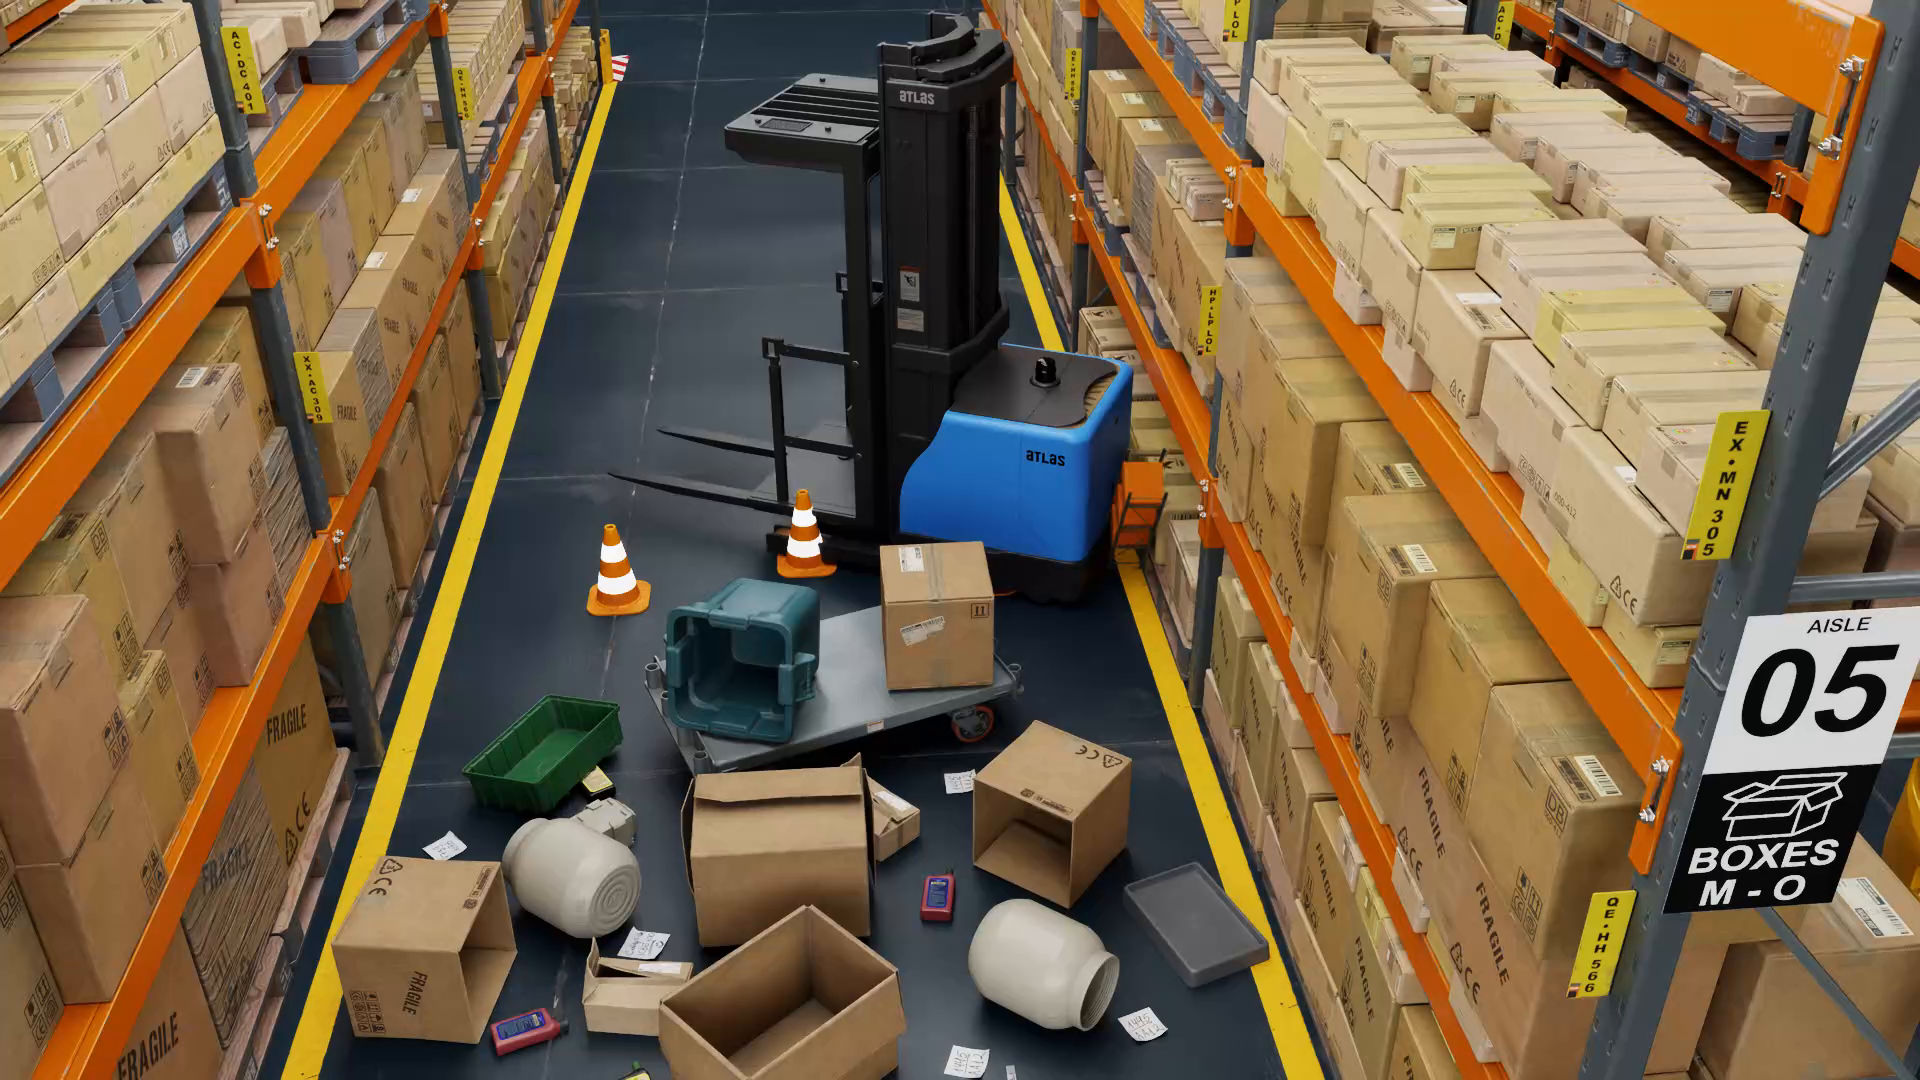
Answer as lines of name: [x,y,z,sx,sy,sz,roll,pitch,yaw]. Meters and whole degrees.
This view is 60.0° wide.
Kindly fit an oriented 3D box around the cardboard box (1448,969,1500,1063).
cardboard box: [1.647,1.352,4.806,0.380,0.149,0.250,-3,31,-5]

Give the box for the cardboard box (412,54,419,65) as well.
cardboard box: [-4.335,-3.611,12.705,0.380,0.149,0.250,-4,31,-7]

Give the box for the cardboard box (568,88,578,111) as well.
cardboard box: [-3.883,-4.232,15.991,0.380,0.149,0.250,-3,31,-5]

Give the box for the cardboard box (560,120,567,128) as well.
cardboard box: [-3.899,-3.834,15.614,0.380,0.149,0.250,-3,31,-6]

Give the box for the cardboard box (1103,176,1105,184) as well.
cardboard box: [1.119,-2.287,10.489,0.380,0.149,0.250,-5,31,-8]

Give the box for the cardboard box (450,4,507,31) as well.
cardboard box: [-3.707,-4.018,12.807,0.380,0.149,0.250,-3,31,-5]

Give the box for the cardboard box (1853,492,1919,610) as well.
cardboard box: [2.247,-0.071,3.875,0.500,0.250,0.500,-3,31,-5]

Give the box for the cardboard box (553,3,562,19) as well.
cardboard box: [-3.865,-4.874,15.230,0.380,0.149,0.250,-2,31,-4]

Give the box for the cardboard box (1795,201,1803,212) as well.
cardboard box: [6.486,-2.579,12.538,0.380,0.149,0.250,-2,31,-3]

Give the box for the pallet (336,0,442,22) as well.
pallet: [-3.525,-3.127,9.319,1.213,0.211,1.003,-1,31,-2]

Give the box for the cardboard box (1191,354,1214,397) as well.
cardboard box: [1.332,-0.815,8.025,0.380,0.149,0.250,-2,31,-4]

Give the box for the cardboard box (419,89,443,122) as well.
cardboard box: [-3.488,-2.822,10.804,0.380,0.149,0.250,-3,31,-5]

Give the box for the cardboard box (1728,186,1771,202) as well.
cardboard box: [5.868,-2.538,12.470,0.380,0.149,0.250,-4,31,-7]

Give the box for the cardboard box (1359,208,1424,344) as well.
cardboard box: [1.564,-0.829,5.145,0.500,0.250,0.500,-2,31,-4]

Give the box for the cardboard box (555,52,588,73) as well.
cardboard box: [-3.925,-4.758,16.580,0.380,0.149,0.250,-2,31,-3]

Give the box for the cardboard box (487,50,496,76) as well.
cardboard box: [-3.634,-3.498,12.227,0.380,0.149,0.250,-2,31,-3]

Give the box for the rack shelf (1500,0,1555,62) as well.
rack shelf: [5.662,-5.529,16.784,1.077,0.370,4.000,-3,31,-5]

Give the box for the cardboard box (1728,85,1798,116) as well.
cardboard box: [5.779,-3.164,11.958,0.380,0.149,0.250,-2,31,-4]

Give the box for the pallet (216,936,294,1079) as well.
pallet: [-3.154,2.009,6.180,1.003,0.211,1.213,-3,31,-5]

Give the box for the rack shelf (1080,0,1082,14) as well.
rack shelf: [1.094,-4.535,12.194,1.077,0.370,4.000,-3,31,-5]

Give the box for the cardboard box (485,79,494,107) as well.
cardboard box: [-3.604,-3.234,12.074,0.380,0.149,0.250,-2,31,-4]

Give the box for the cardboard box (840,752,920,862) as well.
cardboard box: [-0.406,1.199,7.483,0.396,0.266,0.258,27,40,37]

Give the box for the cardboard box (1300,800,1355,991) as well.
cardboard box: [1.602,1.307,6.178,0.500,0.500,0.500,-3,31,-6]

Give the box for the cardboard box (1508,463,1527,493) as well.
cardboard box: [1.713,-0.195,4.471,0.380,0.149,0.250,-3,31,-4]

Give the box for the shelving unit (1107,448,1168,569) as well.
shelving unit: [0.940,-0.154,8.936,0.215,1.050,0.252,1,68,-1]

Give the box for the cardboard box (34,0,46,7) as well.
cardboard box: [-8.829,-5.091,15.592,0.380,0.149,0.250,-2,31,-4]

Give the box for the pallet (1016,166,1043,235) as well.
pallet: [1.055,-2.990,14.550,1.003,0.211,1.213,-3,31,-5]

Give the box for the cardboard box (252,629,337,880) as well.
cardboard box: [-3.275,0.852,7.061,0.875,0.875,0.875,-2,31,-4]

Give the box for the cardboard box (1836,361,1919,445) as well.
cardboard box: [2.159,-0.292,3.856,0.380,0.149,0.250,-3,31,-5]

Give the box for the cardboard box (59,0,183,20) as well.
cardboard box: [-3.598,-2.271,7.341,0.500,0.250,0.500,-3,31,-5]

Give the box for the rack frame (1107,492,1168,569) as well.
rack frame: [0.940,-0.041,8.890,0.200,1.050,0.008,1,68,-1]

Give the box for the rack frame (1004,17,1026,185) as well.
rack frame: [0.908,-4.577,14.488,1.000,3.000,0.127,-3,31,-5]

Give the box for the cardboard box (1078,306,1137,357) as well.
cardboard box: [1.324,-1.298,11.152,0.950,0.372,0.625,-5,31,-8]

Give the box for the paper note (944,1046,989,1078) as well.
paper note: [0.029,2.001,6.382,0.148,0.019,0.142,8,32,13]

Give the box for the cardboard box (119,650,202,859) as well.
cardboard box: [-3.061,0.746,5.430,0.875,0.550,0.500,-3,31,-5]

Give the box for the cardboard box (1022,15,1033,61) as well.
cardboard box: [0.765,-3.966,13.123,0.500,0.250,0.500,-2,31,-4]

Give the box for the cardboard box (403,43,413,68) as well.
cardboard box: [-4.305,-3.596,12.391,0.380,0.149,0.250,-3,31,-5]

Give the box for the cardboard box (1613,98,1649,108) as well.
cardboard box: [5.756,-3.739,14.480,0.380,0.149,0.250,-4,31,-7]

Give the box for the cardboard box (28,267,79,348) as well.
cardboard box: [-2.768,-0.658,4.739,0.380,0.149,0.250,-3,31,-5]

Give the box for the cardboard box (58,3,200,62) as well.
cardboard box: [-2.912,-1.778,5.837,0.380,0.149,0.250,-3,31,-5]

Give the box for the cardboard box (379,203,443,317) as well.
cardboard box: [-3.236,-1.562,9.343,0.500,0.500,0.500,-3,31,-5]

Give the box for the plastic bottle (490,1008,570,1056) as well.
plastic bottle: [-1.679,1.908,6.496,0.283,0.061,0.133,-14,33,-22]

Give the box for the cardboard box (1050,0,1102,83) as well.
cardboard box: [0.916,-3.520,11.646,0.500,0.500,0.500,-2,31,-4]

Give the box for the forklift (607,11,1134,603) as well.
forklift: [-0.585,-1.367,9.180,3.031,2.935,1.130,11,32,17]

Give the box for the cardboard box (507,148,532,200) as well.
cardboard box: [-3.592,-2.817,12.838,0.500,0.250,0.500,-4,31,-7]

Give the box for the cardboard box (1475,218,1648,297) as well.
cardboard box: [1.689,-0.787,4.684,0.380,0.149,0.250,-4,31,-6]

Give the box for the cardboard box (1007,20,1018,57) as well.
cardboard box: [0.686,-4.276,14.130,0.500,0.250,0.500,-3,31,-6]

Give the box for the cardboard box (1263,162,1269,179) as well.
cardboard box: [1.438,-1.500,6.656,0.380,0.149,0.250,-3,31,-5]

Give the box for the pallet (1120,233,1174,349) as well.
pallet: [1.507,-1.444,9.430,1.003,0.211,1.213,-3,31,-5]

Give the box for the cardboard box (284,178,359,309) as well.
cardboard box: [-3.413,-1.450,8.180,0.700,0.500,0.500,-3,31,-4]

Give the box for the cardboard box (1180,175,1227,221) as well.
cardboard box: [1.310,-1.699,8.239,0.380,0.149,0.250,-4,31,-6]

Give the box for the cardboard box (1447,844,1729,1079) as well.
cardboard box: [1.704,1.115,4.571,0.500,0.500,0.500,-3,31,-5]

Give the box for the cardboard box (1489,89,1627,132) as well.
cardboard box: [2.093,-1.472,5.831,0.380,0.149,0.250,-2,31,-3]

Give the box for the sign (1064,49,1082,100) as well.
sign: [0.729,-3.004,10.725,0.100,0.325,0.005,-3,31,-5]

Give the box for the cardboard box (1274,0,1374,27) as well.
cardboard box: [1.474,-2.401,7.169,0.500,0.250,0.500,-2,31,-3]

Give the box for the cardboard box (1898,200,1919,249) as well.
cardboard box: [6.118,-1.953,10.240,0.500,0.250,0.500,-4,31,-6]
